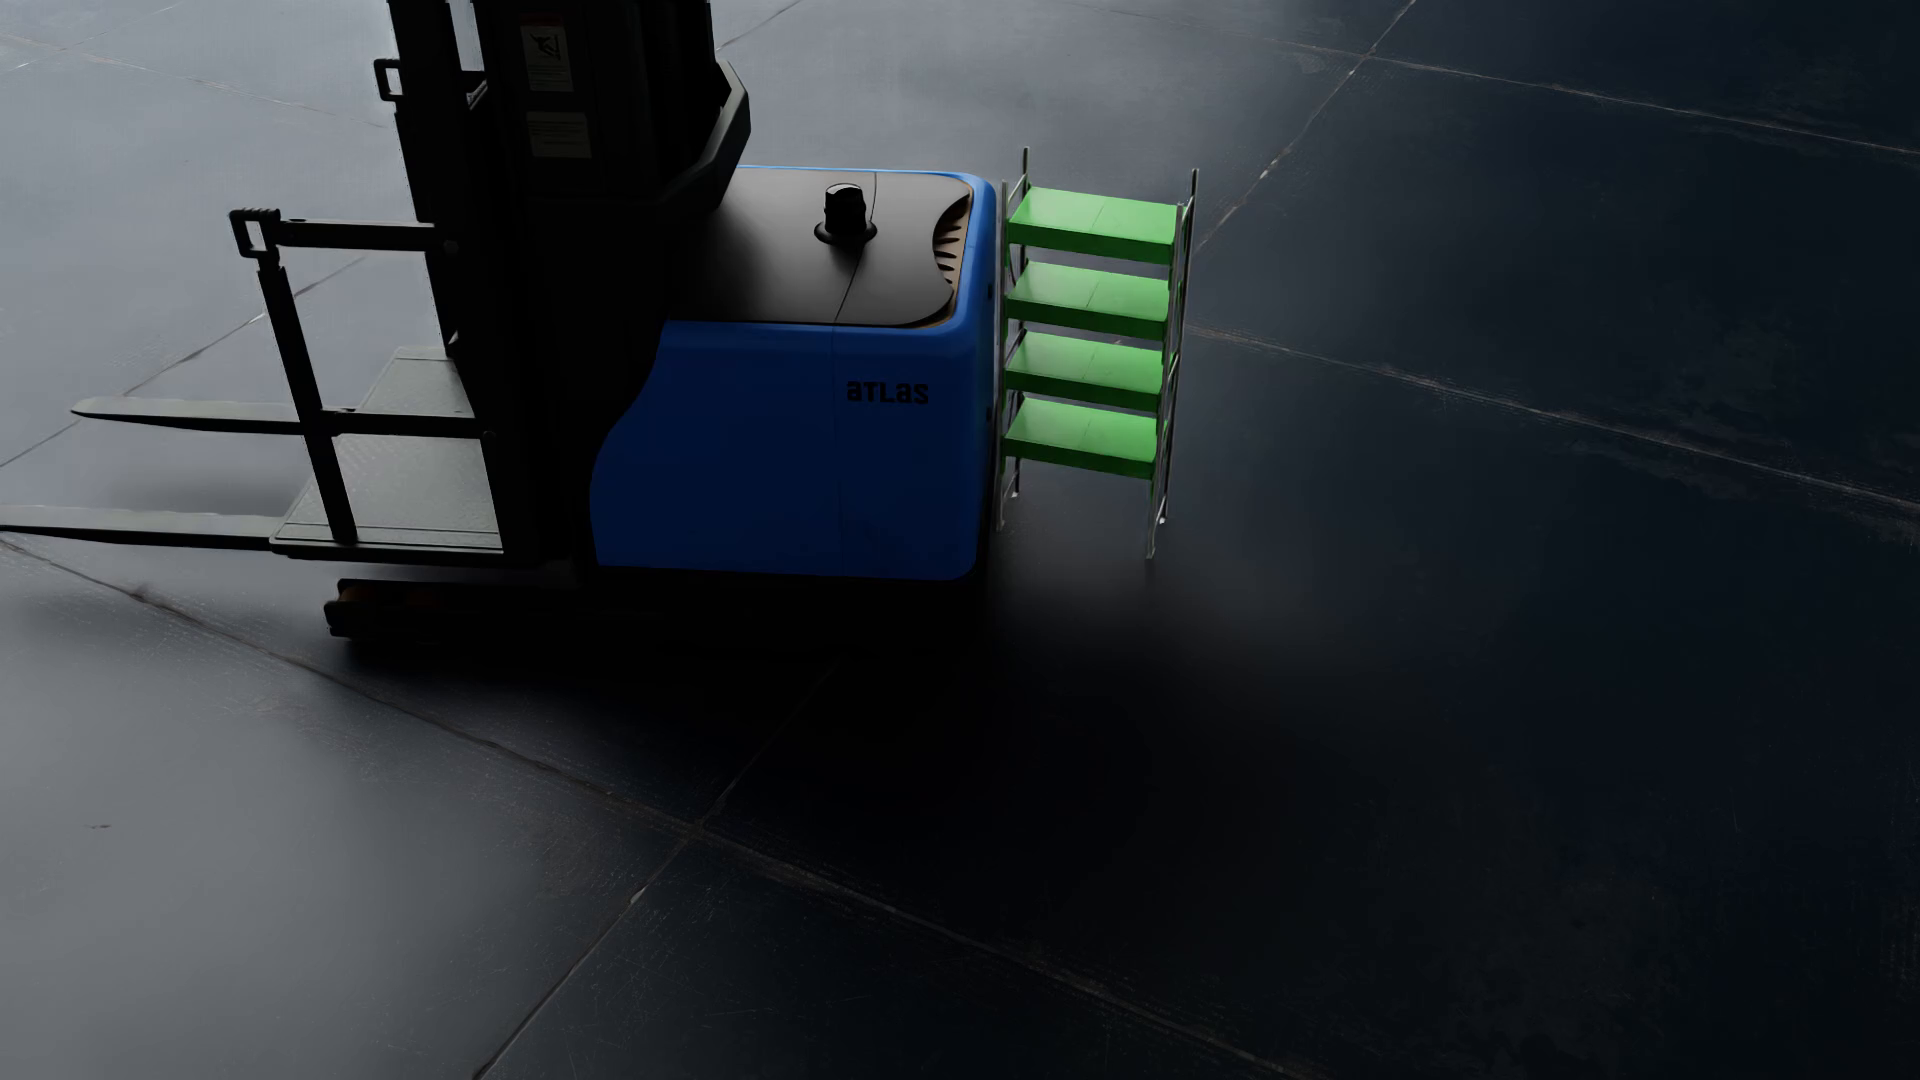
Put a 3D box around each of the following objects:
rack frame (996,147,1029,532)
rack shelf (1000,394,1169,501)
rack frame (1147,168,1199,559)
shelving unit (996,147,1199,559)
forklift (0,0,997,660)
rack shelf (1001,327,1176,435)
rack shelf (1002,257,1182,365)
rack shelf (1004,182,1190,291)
[{"bbox_3d":[0.156,-0.574,5.014,0.015,1.200,0.240,10,38,13],"label":"rack frame"},{"bbox_3d":[0.390,-0.289,5.141,0.480,0.148,0.258,10,38,13],"label":"rack shelf"},{"bbox_3d":[0.623,-0.488,4.900,0.015,1.200,0.240,10,38,13],"label":"rack frame"},{"bbox_3d":[0.390,-0.531,4.957,0.503,1.200,0.258,10,38,13],"label":"shelving unit"},{"bbox_3d":[-1.424,-1.177,4.377,3.031,2.935,1.130,3,37,3],"label":"forklift"},{"bbox_3d":[0.390,-0.480,4.996,0.480,0.148,0.258,10,38,13],"label":"rack shelf"},{"bbox_3d":[0.390,-0.671,4.851,0.480,0.148,0.258,10,38,13],"label":"rack shelf"},{"bbox_3d":[0.390,-0.863,4.706,0.480,0.148,0.258,10,38,13],"label":"rack shelf"}]
